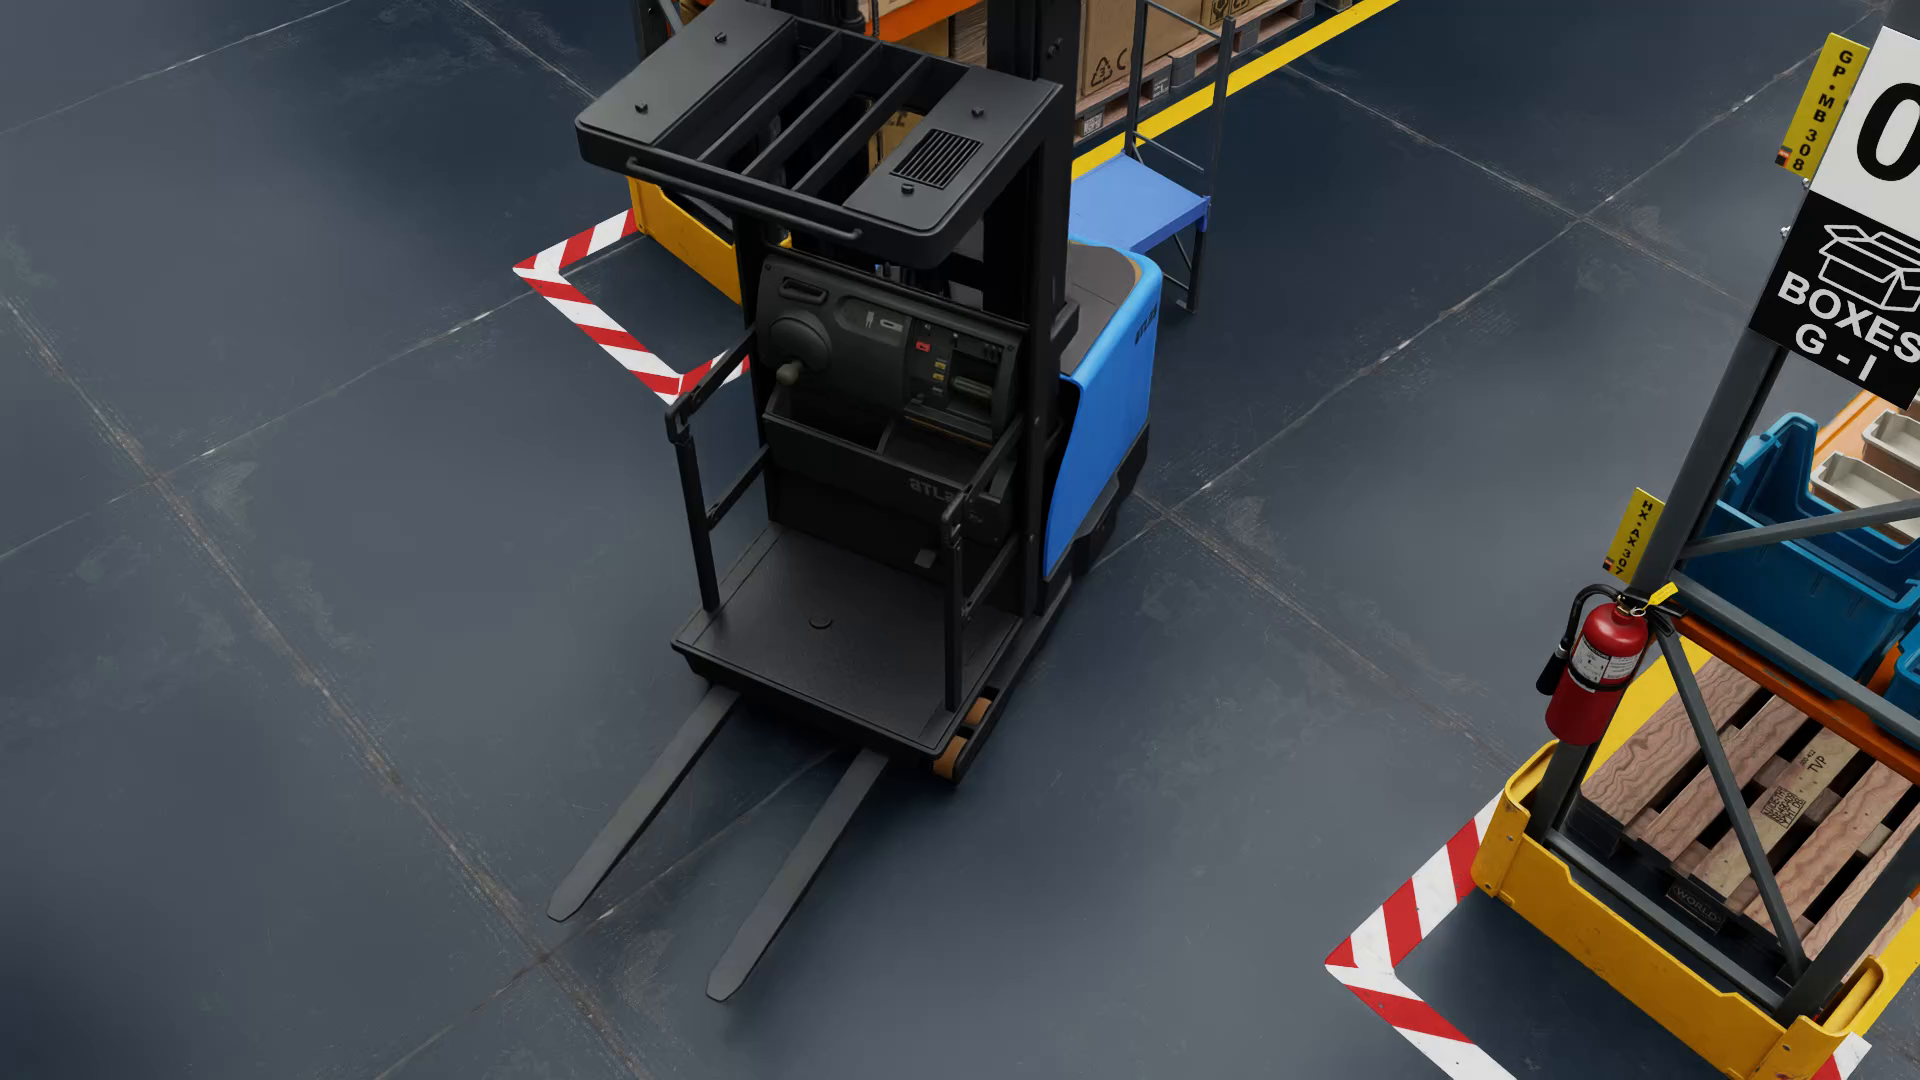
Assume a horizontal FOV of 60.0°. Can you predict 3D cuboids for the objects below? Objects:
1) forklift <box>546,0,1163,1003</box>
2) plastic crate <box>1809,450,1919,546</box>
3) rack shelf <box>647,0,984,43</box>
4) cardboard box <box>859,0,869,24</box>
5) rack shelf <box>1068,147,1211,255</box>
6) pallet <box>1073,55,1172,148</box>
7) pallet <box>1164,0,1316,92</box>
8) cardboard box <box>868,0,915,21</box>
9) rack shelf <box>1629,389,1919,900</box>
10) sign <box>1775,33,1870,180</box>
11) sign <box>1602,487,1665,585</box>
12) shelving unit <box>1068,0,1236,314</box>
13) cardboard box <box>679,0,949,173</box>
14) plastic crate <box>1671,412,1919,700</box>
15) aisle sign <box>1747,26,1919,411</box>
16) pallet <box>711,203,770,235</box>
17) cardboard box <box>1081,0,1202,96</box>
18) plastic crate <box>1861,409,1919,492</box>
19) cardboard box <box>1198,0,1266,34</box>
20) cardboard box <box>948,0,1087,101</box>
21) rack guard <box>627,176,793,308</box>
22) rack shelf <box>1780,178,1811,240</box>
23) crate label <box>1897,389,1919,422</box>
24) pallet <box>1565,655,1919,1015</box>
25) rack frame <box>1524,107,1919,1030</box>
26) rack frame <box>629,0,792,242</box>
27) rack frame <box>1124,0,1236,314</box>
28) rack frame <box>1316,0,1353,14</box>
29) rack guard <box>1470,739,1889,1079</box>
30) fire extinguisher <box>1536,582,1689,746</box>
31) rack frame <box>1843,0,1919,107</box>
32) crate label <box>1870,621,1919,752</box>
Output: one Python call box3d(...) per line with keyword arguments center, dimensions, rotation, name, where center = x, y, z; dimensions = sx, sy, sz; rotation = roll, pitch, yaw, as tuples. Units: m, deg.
box3d(center=(-0.341, -0.517, 5.232), dimensions=(1.130, 2.935, 3.031), rotation=(21, 51, 18), name="forklift")
box3d(center=(2.731, -0.092, 4.932), dimensions=(0.243, 0.136, 0.396), rotation=(-34, 56, -27), name="plastic crate")
box3d(center=(0.397, -3.097, 8.057), dimensions=(4.000, 0.370, 1.077), rotation=(-34, 56, -27), name="rack shelf")
box3d(center=(-0.598, -2.263, 6.968), dimensions=(0.250, 0.149, 0.380), rotation=(-33, 55, -27), name="cardboard box")
box3d(center=(0.551, -1.316, 7.188), dimensions=(1.000, 0.185, 0.538), rotation=(-35, 56, -28), name="rack shelf")
box3d(center=(0.359, -2.445, 8.862), dimensions=(1.213, 0.211, 1.003), rotation=(-34, 56, -27), name="pallet")
box3d(center=(1.262, -3.051, 9.422), dimensions=(1.213, 0.211, 1.003), rotation=(-34, 56, -27), name="pallet")
box3d(center=(-0.409, -2.391, 7.086), dimensions=(0.250, 0.149, 0.380), rotation=(-35, 56, -28), name="cardboard box")
box3d(center=(3.729, -0.404, 5.571), dimensions=(4.000, 0.370, 1.077), rotation=(-34, 56, -27), name="rack shelf")
box3d(center=(1.868, -0.932, 3.599), dimensions=(0.005, 0.325, 0.100), rotation=(-34, 56, -27), name="sign")
box3d(center=(1.868, -0.006, 4.603), dimensions=(0.005, 0.325, 0.100), rotation=(-34, 56, -27), name="sign")
box3d(center=(0.551, -1.438, 7.056), dimensions=(1.048, 1.500, 0.538), rotation=(-35, 56, -28), name="shelving unit")
box3d(center=(-0.663, -2.134, 7.838), dimensions=(0.875, 0.875, 0.875), rotation=(-34, 56, -27), name="cardboard box")
box3d(center=(2.372, 0.041, 4.606), dimensions=(0.499, 0.435, 0.616), rotation=(-34, 56, -27), name="plastic crate")
box3d(center=(1.999, -0.665, 3.553), dimensions=(0.004, 0.787, 0.394), rotation=(-34, 56, -27), name="aisle sign")
box3d(center=(-0.543, -1.845, 8.309), dimensions=(1.213, 0.211, 1.003), rotation=(-34, 56, -27), name="pallet")
box3d(center=(0.669, -3.024, 8.660), dimensions=(0.875, 0.875, 0.875), rotation=(-34, 56, -27), name="cardboard box")
box3d(center=(2.955, -0.227, 5.057), dimensions=(0.243, 0.136, 0.396), rotation=(-34, 56, -27), name="plastic crate")
box3d(center=(1.335, -3.469, 9.070), dimensions=(0.875, 0.875, 0.875), rotation=(-34, 56, -27), name="cardboard box")
box3d(center=(0.011, -2.584, 8.254), dimensions=(0.875, 0.875, 0.875), rotation=(-34, 56, -27), name="cardboard box")
box3d(center=(-1.100, -1.493, 7.787), dimensions=(0.348, 0.500, 1.175), rotation=(-34, 56, -27), name="rack guard")
box3d(center=(3.729, -1.421, 4.469), dimensions=(4.000, 0.370, 1.077), rotation=(-34, 56, -27), name="rack shelf")
box3d(center=(3.145, -0.378, 5.197), dimensions=(0.243, 0.136, 0.396), rotation=(-34, 56, -27), name="crate label")
box3d(center=(2.886, 0.900, 5.776), dimensions=(1.213, 0.211, 1.003), rotation=(-34, 56, -27), name="pallet")
box3d(center=(2.250, 0.341, 4.395), dimensions=(0.127, 3.000, 1.000), rotation=(-34, 56, -27), name="rack frame")
box3d(center=(-1.082, -2.353, 6.880), dimensions=(0.127, 3.000, 1.000), rotation=(-34, 56, -27), name="rack frame")
box3d(center=(0.919, -1.695, 7.294), dimensions=(0.032, 1.500, 0.500), rotation=(-35, 56, -28), name="rack frame")
box3d(center=(1.877, -4.330, 8.705), dimensions=(0.127, 3.000, 1.000), rotation=(-34, 56, -27), name="rack frame")
box3d(center=(2.241, 1.207, 5.296), dimensions=(0.348, 0.500, 1.175), rotation=(-34, 56, -27), name="rack guard")
box3d(center=(1.832, 0.321, 4.719), dimensions=(0.183, 0.674, 0.296), rotation=(-34, 56, -27), name="fire extinguisher")
box3d(center=(2.250, -1.694, 2.190), dimensions=(0.127, 3.000, 1.000), rotation=(-34, 56, -27), name="rack frame")
box3d(center=(2.654, 0.434, 4.382), dimensions=(0.303, 0.233, 0.416), rotation=(-34, 56, -27), name="crate label")
